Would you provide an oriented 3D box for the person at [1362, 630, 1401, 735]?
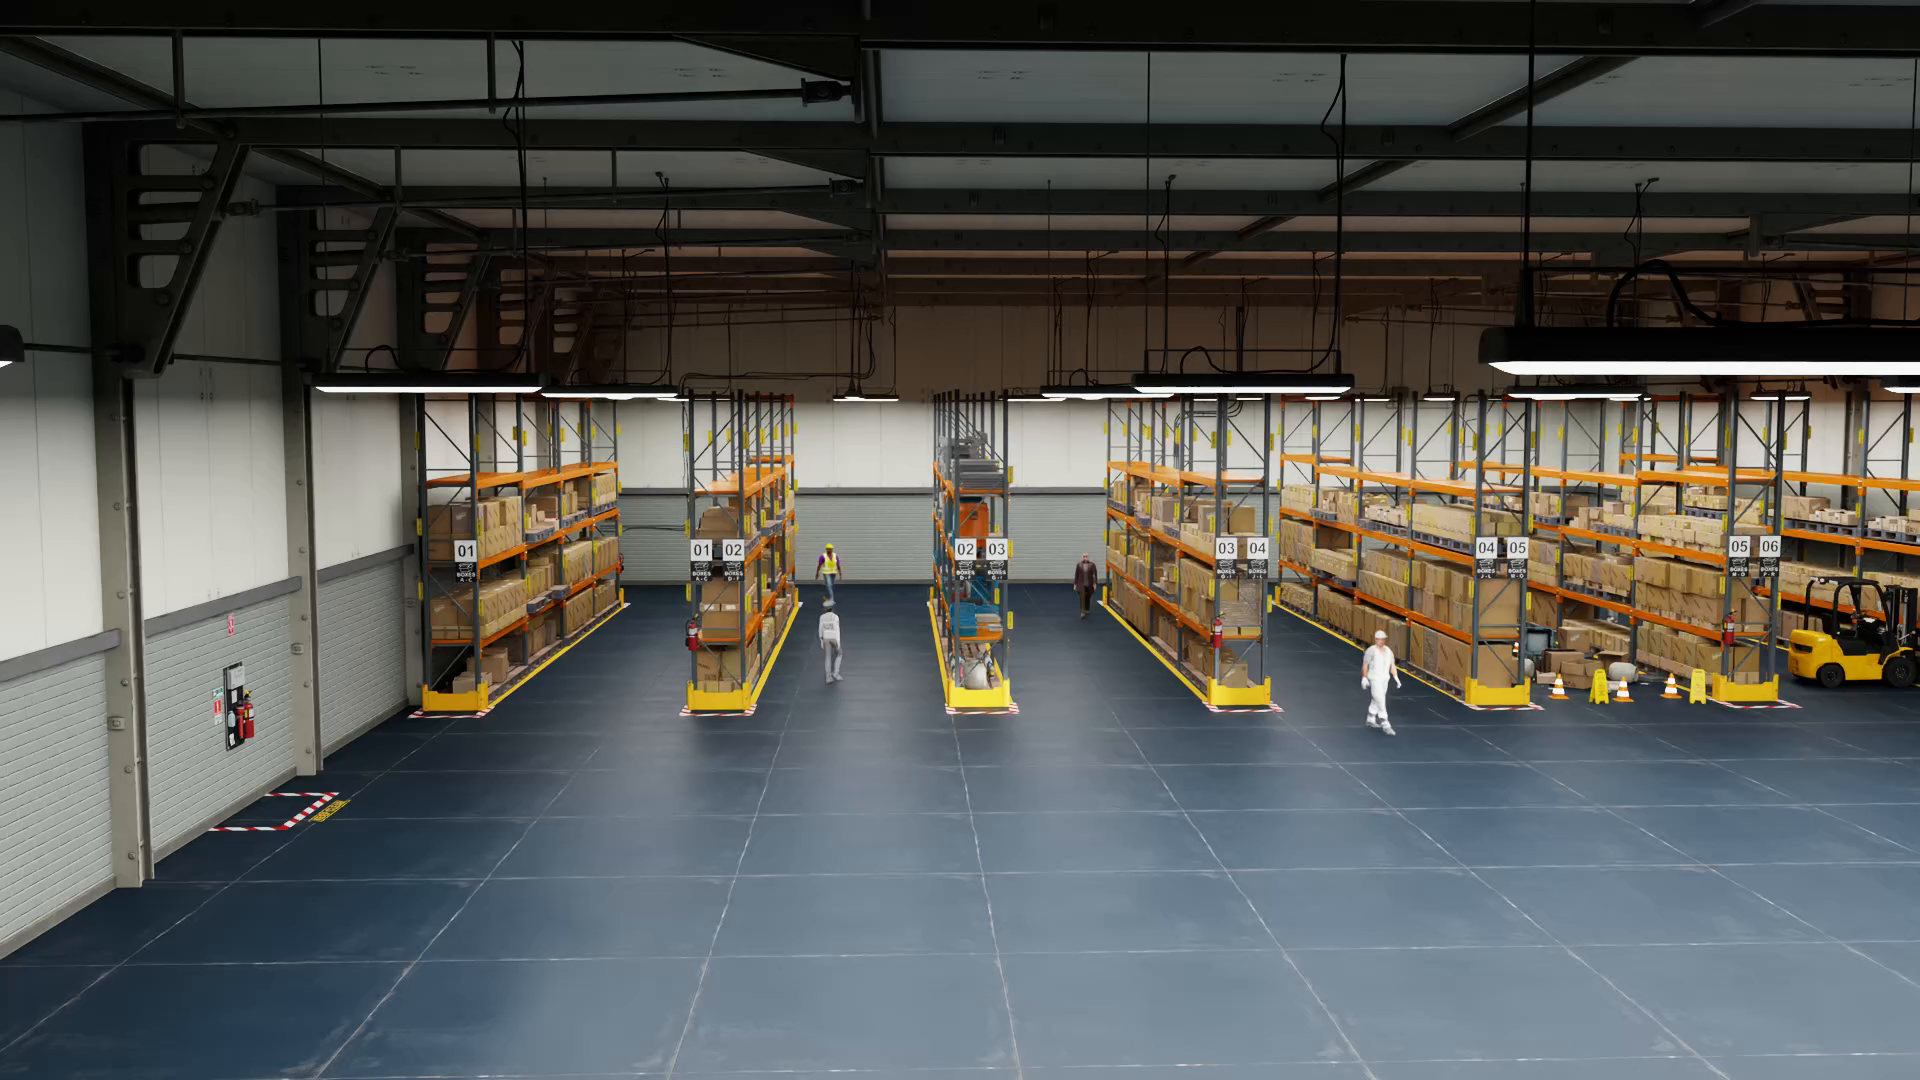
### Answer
[{"bbox_3d":[7.375,2.455,29.004,0.551,1.753,0.901,-2,5,-25],"label":"person"}]

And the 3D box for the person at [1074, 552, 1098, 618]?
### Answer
[{"bbox_3d":[3.383,1.194,44.674,0.627,1.711,1.129,0,5,0],"label":"person"}]

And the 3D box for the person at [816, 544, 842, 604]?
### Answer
[{"bbox_3d":[-3.706,0.960,47.535,0.627,1.708,1.024,-3,6,-33],"label":"person"}]

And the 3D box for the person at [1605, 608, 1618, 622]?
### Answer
[{"bbox_3d":[17.145,1.372,43.675,0.446,1.612,0.372,-3,6,-35],"label":"person"}]

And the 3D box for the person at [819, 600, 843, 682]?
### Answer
[{"bbox_3d":[-2.683,2.082,34.280,0.497,1.682,0.478,1,5,10],"label":"person"}]
